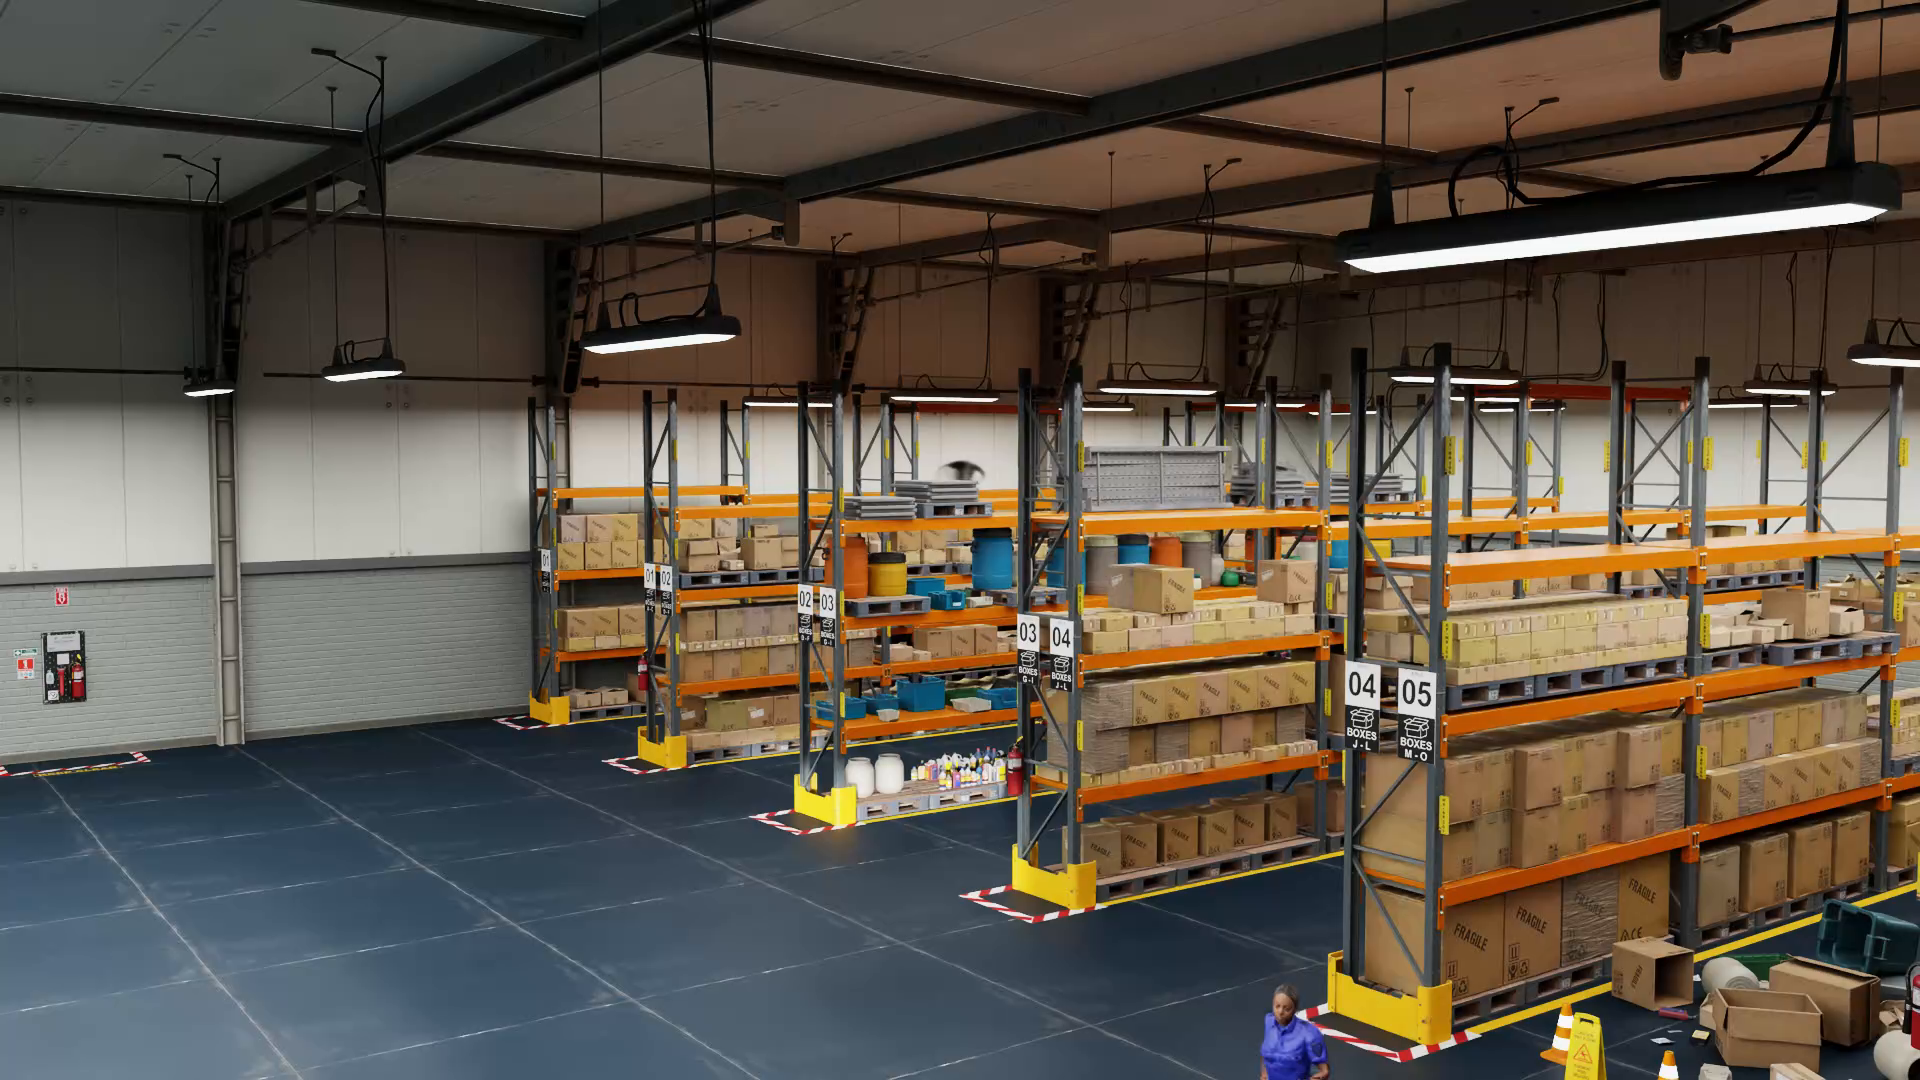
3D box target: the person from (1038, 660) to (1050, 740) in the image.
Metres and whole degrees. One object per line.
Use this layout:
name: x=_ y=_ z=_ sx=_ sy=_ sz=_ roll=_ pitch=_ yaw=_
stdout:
person: x=1.553 y=2.595 z=28.840 sx=0.606 sy=1.737 sz=0.672 roll=-3 pitch=5 yaw=-43

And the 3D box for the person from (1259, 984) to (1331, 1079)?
person: x=2.226 y=3.700 z=11.014 sx=0.534 sy=1.635 sz=0.768 roll=2 pitch=4 yaw=27
